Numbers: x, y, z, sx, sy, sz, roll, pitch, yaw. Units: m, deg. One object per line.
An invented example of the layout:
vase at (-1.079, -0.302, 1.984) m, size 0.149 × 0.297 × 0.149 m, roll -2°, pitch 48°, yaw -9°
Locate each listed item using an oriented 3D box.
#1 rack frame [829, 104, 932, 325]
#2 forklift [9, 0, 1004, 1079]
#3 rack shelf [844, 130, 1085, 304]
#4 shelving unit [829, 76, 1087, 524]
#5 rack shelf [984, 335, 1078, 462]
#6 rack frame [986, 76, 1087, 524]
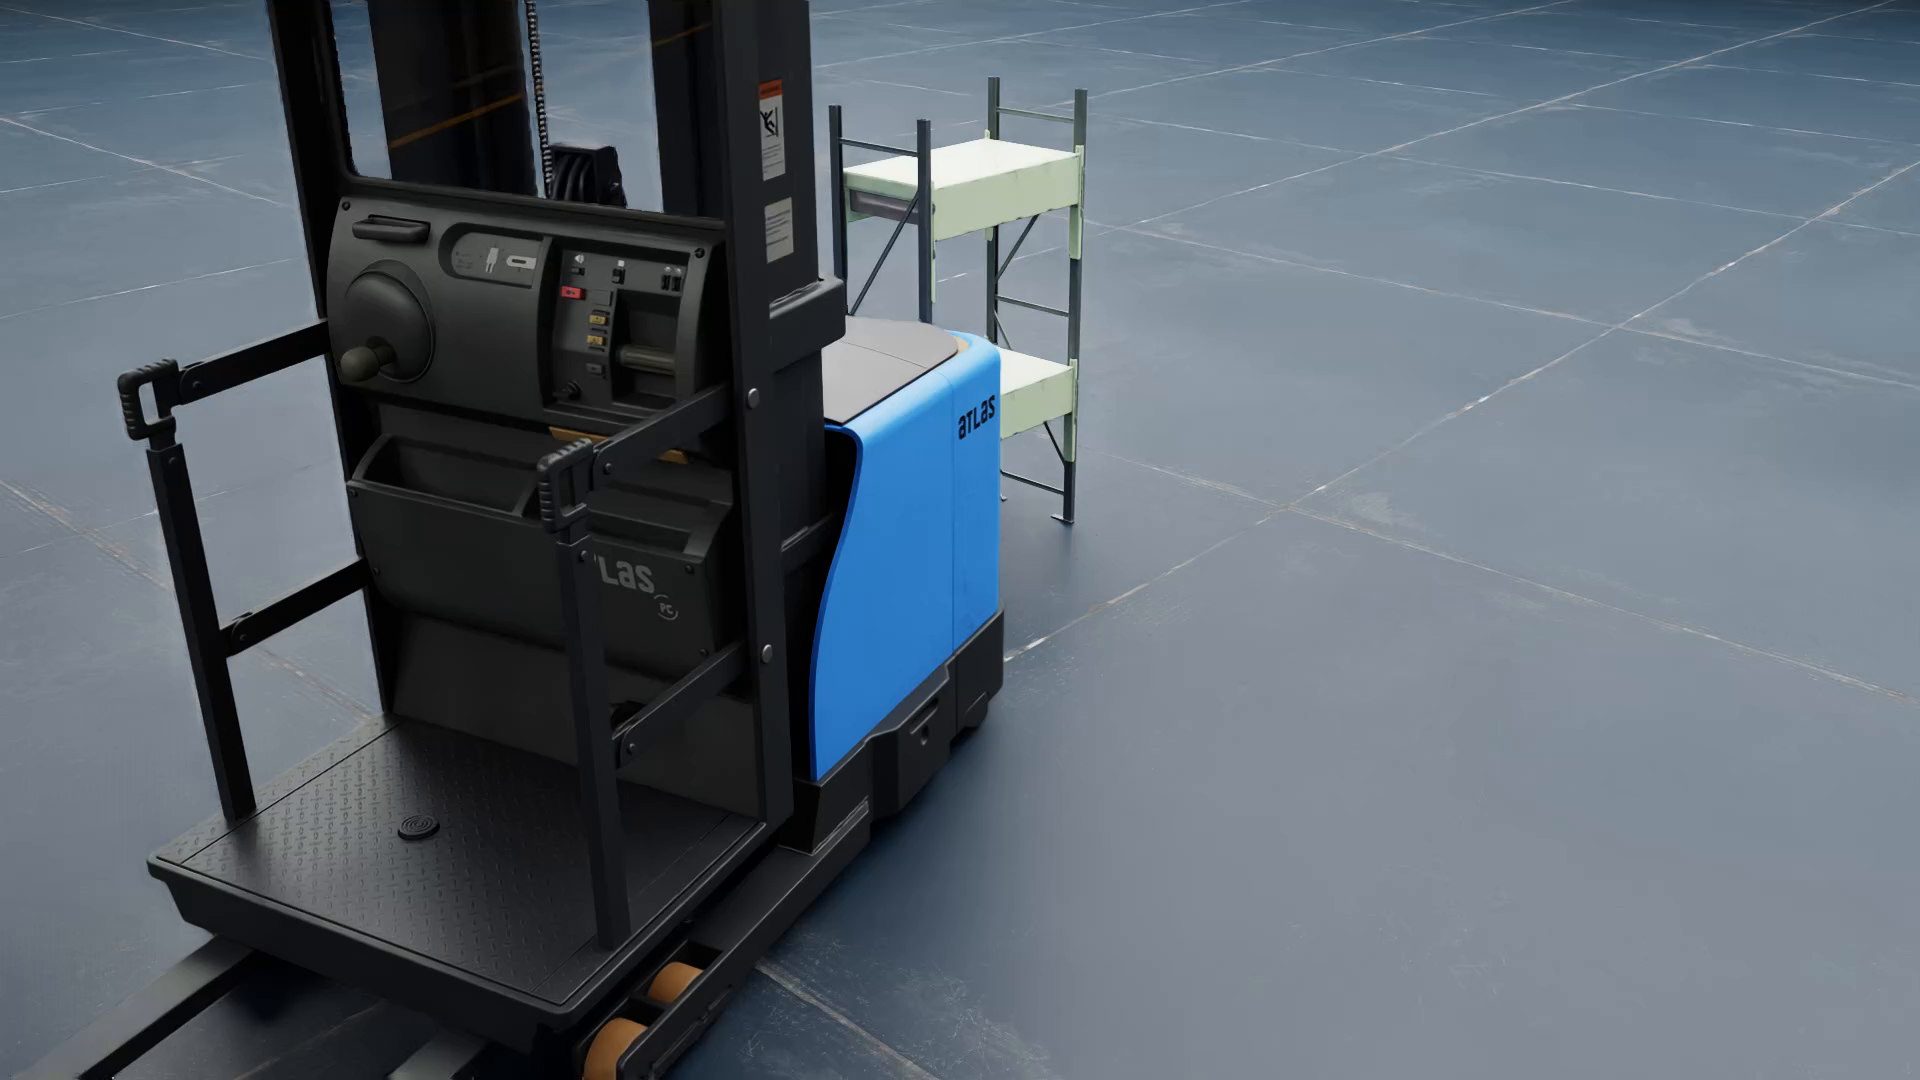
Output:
rack frame at (-0.240, -0.575, 5.199) m, size 0.400 × 1.500 × 0.023 m, roll 20°, pitch 31°, yaw 38°
forklift at (-0.983, -0.432, 3.130) m, size 1.130 × 2.935 × 3.031 m, roll 11°, pitch 27°, yaw 24°
rack shelf at (0.004, -1.042, 5.288) m, size 0.431 × 0.370 × 0.720 m, roll 20°, pitch 31°, yaw 38°
shelving unit at (0.004, -0.686, 5.448) m, size 0.431 × 1.500 × 0.755 m, roll 20°, pitch 31°, yaw 38°
rack shelf at (0.004, -0.389, 5.581) m, size 0.431 × 0.370 × 0.720 m, roll 20°, pitch 31°, yaw 38°
rack frame at (0.249, -0.798, 5.696) m, size 0.400 × 1.500 × 0.023 m, roll 20°, pitch 31°, yaw 38°
